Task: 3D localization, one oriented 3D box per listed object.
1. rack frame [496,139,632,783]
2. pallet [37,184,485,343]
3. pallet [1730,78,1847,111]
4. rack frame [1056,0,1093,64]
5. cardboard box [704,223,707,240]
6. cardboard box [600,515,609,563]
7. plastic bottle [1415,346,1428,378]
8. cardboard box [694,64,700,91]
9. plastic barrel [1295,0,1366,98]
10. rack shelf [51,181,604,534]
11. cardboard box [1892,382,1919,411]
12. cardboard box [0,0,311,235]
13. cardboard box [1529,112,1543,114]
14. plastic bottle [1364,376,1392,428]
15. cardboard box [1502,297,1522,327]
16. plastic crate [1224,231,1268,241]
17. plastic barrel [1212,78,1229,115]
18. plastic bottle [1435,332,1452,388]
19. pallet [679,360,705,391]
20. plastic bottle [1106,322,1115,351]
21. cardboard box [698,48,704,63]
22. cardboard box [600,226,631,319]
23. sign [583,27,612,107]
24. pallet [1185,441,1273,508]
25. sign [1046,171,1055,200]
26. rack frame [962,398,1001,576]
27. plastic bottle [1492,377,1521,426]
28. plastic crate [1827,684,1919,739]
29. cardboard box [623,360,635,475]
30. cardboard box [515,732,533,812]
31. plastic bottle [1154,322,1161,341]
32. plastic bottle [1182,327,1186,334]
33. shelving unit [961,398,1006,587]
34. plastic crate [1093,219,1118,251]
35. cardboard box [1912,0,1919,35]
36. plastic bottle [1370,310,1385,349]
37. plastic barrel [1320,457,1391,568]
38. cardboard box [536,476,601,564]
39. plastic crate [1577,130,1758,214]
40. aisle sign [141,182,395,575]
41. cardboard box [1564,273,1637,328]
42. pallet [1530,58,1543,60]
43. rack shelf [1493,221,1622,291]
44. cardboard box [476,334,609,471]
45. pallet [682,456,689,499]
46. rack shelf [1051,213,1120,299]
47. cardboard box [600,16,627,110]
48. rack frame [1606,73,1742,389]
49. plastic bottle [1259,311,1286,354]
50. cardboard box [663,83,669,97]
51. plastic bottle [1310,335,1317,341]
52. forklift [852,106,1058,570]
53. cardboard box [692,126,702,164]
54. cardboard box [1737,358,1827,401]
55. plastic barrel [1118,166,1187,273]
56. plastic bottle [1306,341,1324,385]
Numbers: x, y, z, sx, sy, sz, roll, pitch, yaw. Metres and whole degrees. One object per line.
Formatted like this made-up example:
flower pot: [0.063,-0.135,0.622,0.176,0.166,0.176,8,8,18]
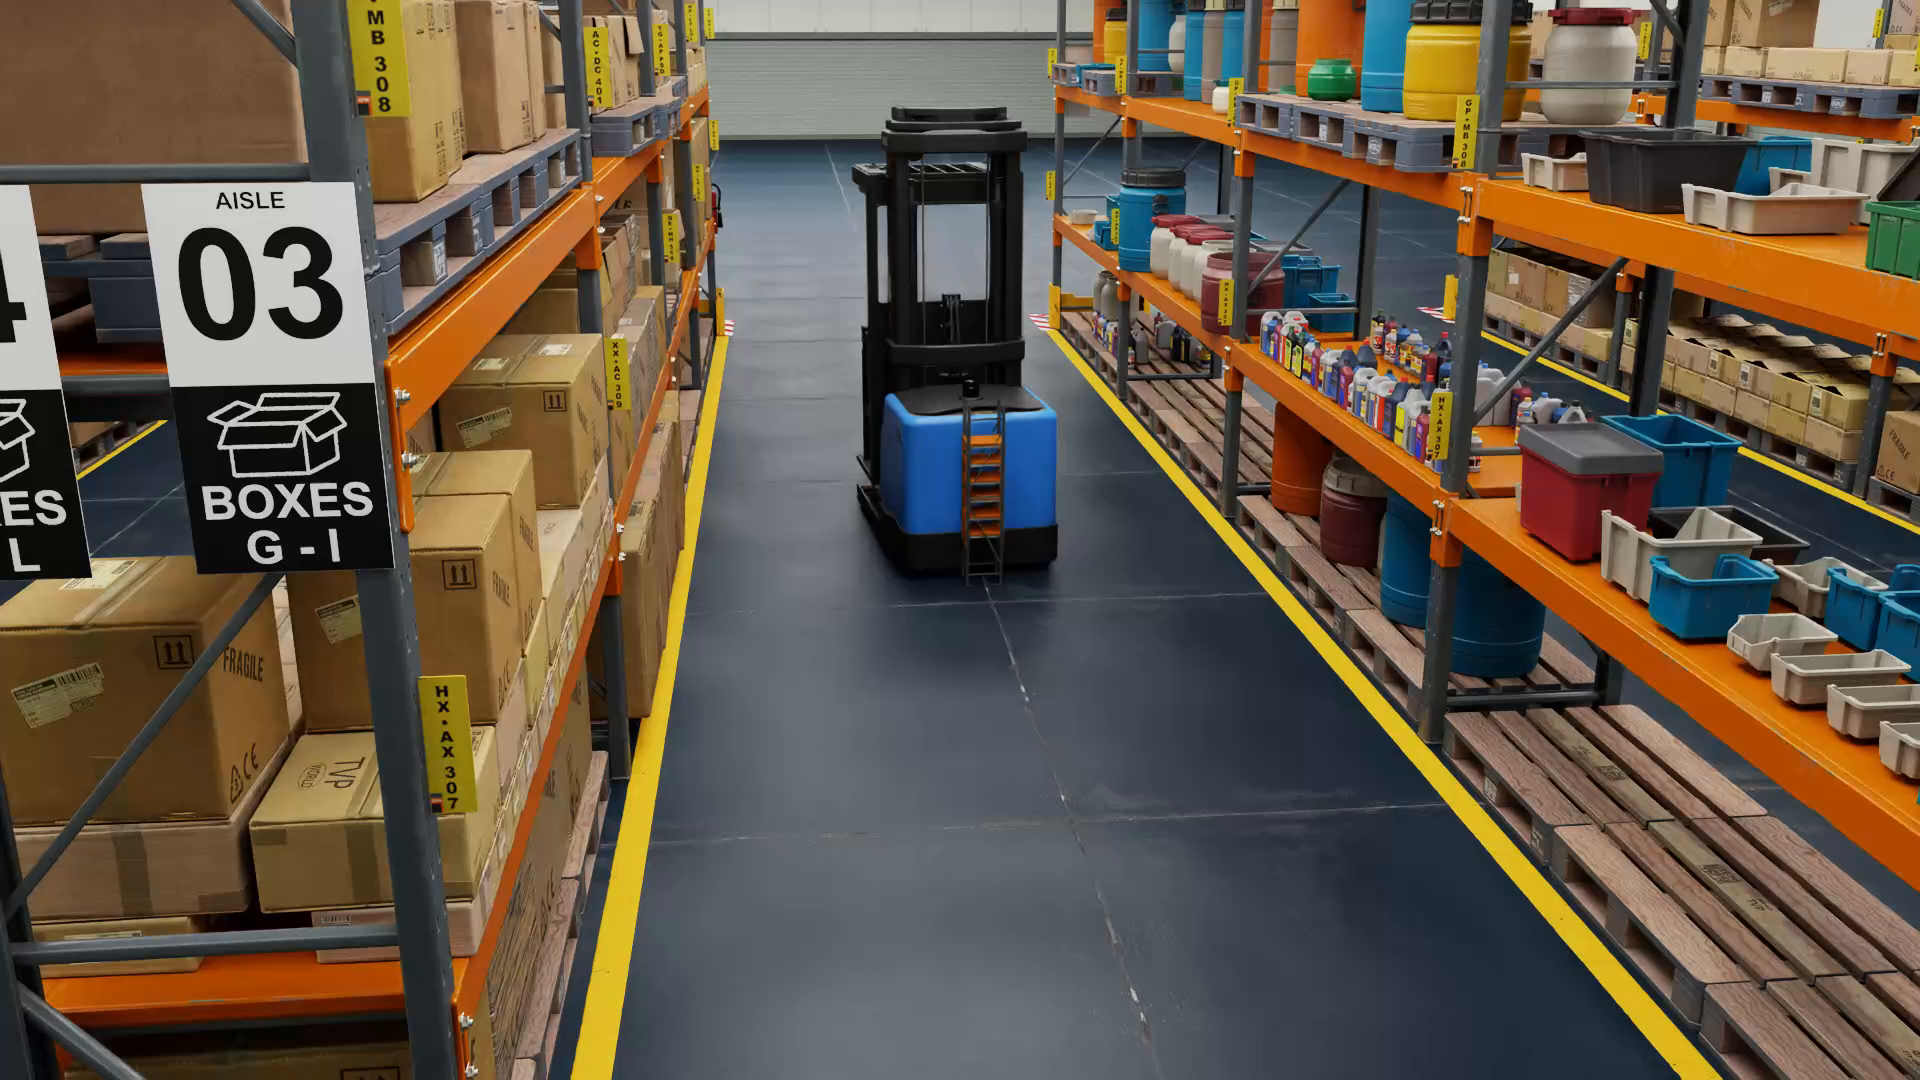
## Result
rack frame: [-2.089,-0.274,7.544,1.000,3.000,0.127,-2,18,-6]
pallet: [-1.764,-0.692,4.014,1.003,0.211,1.213,-2,18,-6]
pallet: [7.075,-3.645,13.586,1.003,0.211,1.213,-1,17,-3]
rack frame: [1.600,-6.865,18.520,1.000,3.000,0.127,-2,18,-6]
cardboard box: [-2.833,-3.208,17.306,0.380,0.149,0.250,-2,18,-6]
cardboard box: [-1.705,0.003,7.079,0.380,0.149,0.250,-1,17,-5]
plastic bottle: [2.969,-1.139,10.630,0.097,0.201,0.097,0,17,0]
cardboard box: [-2.869,-4.622,16.635,0.500,0.250,0.500,-2,18,-7]
plastic barrel: [2.480,-3.286,10.711,0.600,0.830,0.708,-2,18,-6]
rack shelf: [-1.883,-0.767,5.304,1.077,0.370,4.000,-2,18,-6]
cardboard box: [7.590,-1.092,13.102,0.500,0.311,0.500,-1,17,-4]
cardboard box: [-1.784,-0.963,3.694,0.700,0.500,0.500,-3,18,-9]
cardboard box: [6.568,-4.666,19.199,0.700,0.500,0.500,-2,18,-5]
plastic bottle: [2.372,-0.775,9.345,0.152,0.276,0.135,-2,18,-6]
cardboard box: [6.467,-2.579,18.772,0.500,0.250,0.500,-2,18,-6]
plastic crate: [2.435,-2.484,14.609,0.392,0.384,0.575,-2,18,-6]
plastic barrel: [2.061,-3.356,12.582,0.301,0.262,0.301,0,17,0]
plastic bottle: [2.984,-1.099,10.253,0.144,0.351,0.185,-2,18,-6]
pallet: [-3.019,-1.527,16.187,1.003,0.211,1.213,-2,18,-6]
plastic bottle: [1.593,-2.106,17.191,0.152,0.276,0.135,-1,17,-5]
cardboard box: [-2.891,-5.093,17.469,0.380,0.149,0.250,-2,18,-5]
cardboard box: [-2.378,-1.580,9.860,0.797,0.503,0.637,-1,17,-4]
sign: [-1.537,-2.008,7.061,0.100,0.325,0.005,-2,18,-6]
pallet: [2.383,-0.521,12.984,1.003,0.211,1.213,-2,18,-6]
sign: [1.052,-4.119,19.327,0.100,0.325,0.005,-2,18,-6]
rack frame: [0.135,-0.331,10.692,0.240,1.200,0.006,-2,21,-8]
plastic bottle: [3.073,-0.794,9.405,0.152,0.276,0.135,-2,18,-6]
plastic crate: [2.970,0.537,5.298,0.396,0.136,0.243,-2,18,-6]
cardboard box: [-1.941,-0.617,8.467,0.500,0.500,0.500,-2,18,-6]
cardboard box: [-1.468,0.691,4.888,0.380,0.149,0.250,-2,18,-6]
plastic bottle: [2.116,-2.217,17.669,0.097,0.201,0.097,0,17,0]
plastic bottle: [2.322,-2.067,16.940,0.144,0.351,0.185,-3,18,-8]
shelving unit: [0.147,-0.298,10.607,0.258,1.200,0.189,-2,21,-8]
plastic crate: [1.628,-3.061,16.669,0.499,0.251,0.616,-2,18,-6]
cardboard box: [11.253,-6.001,18.906,0.500,0.500,0.500,-2,18,-6]
plastic bottle: [2.891,-1.456,11.502,0.061,0.283,0.133,-2,18,-6]
plastic barrel: [2.609,-0.187,10.591,0.600,0.588,0.708,-2,18,-6]
cardboard box: [-1.727,-0.067,6.637,0.500,0.250,0.500,-1,17,-4]
plastic crate: [2.693,-1.418,6.395,0.497,0.269,0.590,-2,18,-6]
aisle sign: [-1.371,-0.311,3.319,0.394,0.787,0.004,-2,18,-6]
cardboard box: [6.634,-2.490,17.238,0.500,0.500,0.500,-2,18,-6]
pallet: [6.574,-5.332,18.793,1.003,0.211,1.213,-2,18,-6]
rack shelf: [6.733,-3.216,18.113,1.077,0.370,4.000,-2,18,-6]
cardboard box: [-1.776,-0.574,6.999,0.500,0.500,0.500,-1,17,-4]
pallet: [-2.581,-0.369,12.499,1.003,0.211,1.213,-2,18,-6]
rack shelf: [1.806,-3.064,17.629,1.077,0.370,4.000,-2,18,-6]
cardboard box: [-2.191,-2.711,9.430,0.500,0.500,0.500,-1,17,-3]
rack frame: [6.939,-2.963,16.107,1.000,3.000,0.127,-2,18,-6]
plastic bottle: [2.148,-1.421,11.403,0.152,0.276,0.135,-2,18,-6]
cardboard box: [-2.350,-3.127,11.871,0.500,0.250,0.500,-1,17,-4]
plastic bottle: [2.318,-1.257,11.005,0.097,0.201,0.097,0,17,0]
forklift: [-0.157,-1.607,11.901,1.130,2.935,3.031,-4,18,-11]
cardboard box: [-2.875,-3.913,16.801,0.500,0.500,0.500,-2,18,-6]
cardboard box: [6.944,-1.381,14.020,0.500,0.311,0.500,-2,18,-6]
plastic barrel: [1.751,-2.926,15.151,0.600,0.901,0.708,-2,18,-6]
plastic bottle: [2.228,-1.108,10.414,0.097,0.271,0.097,0,17,0]
